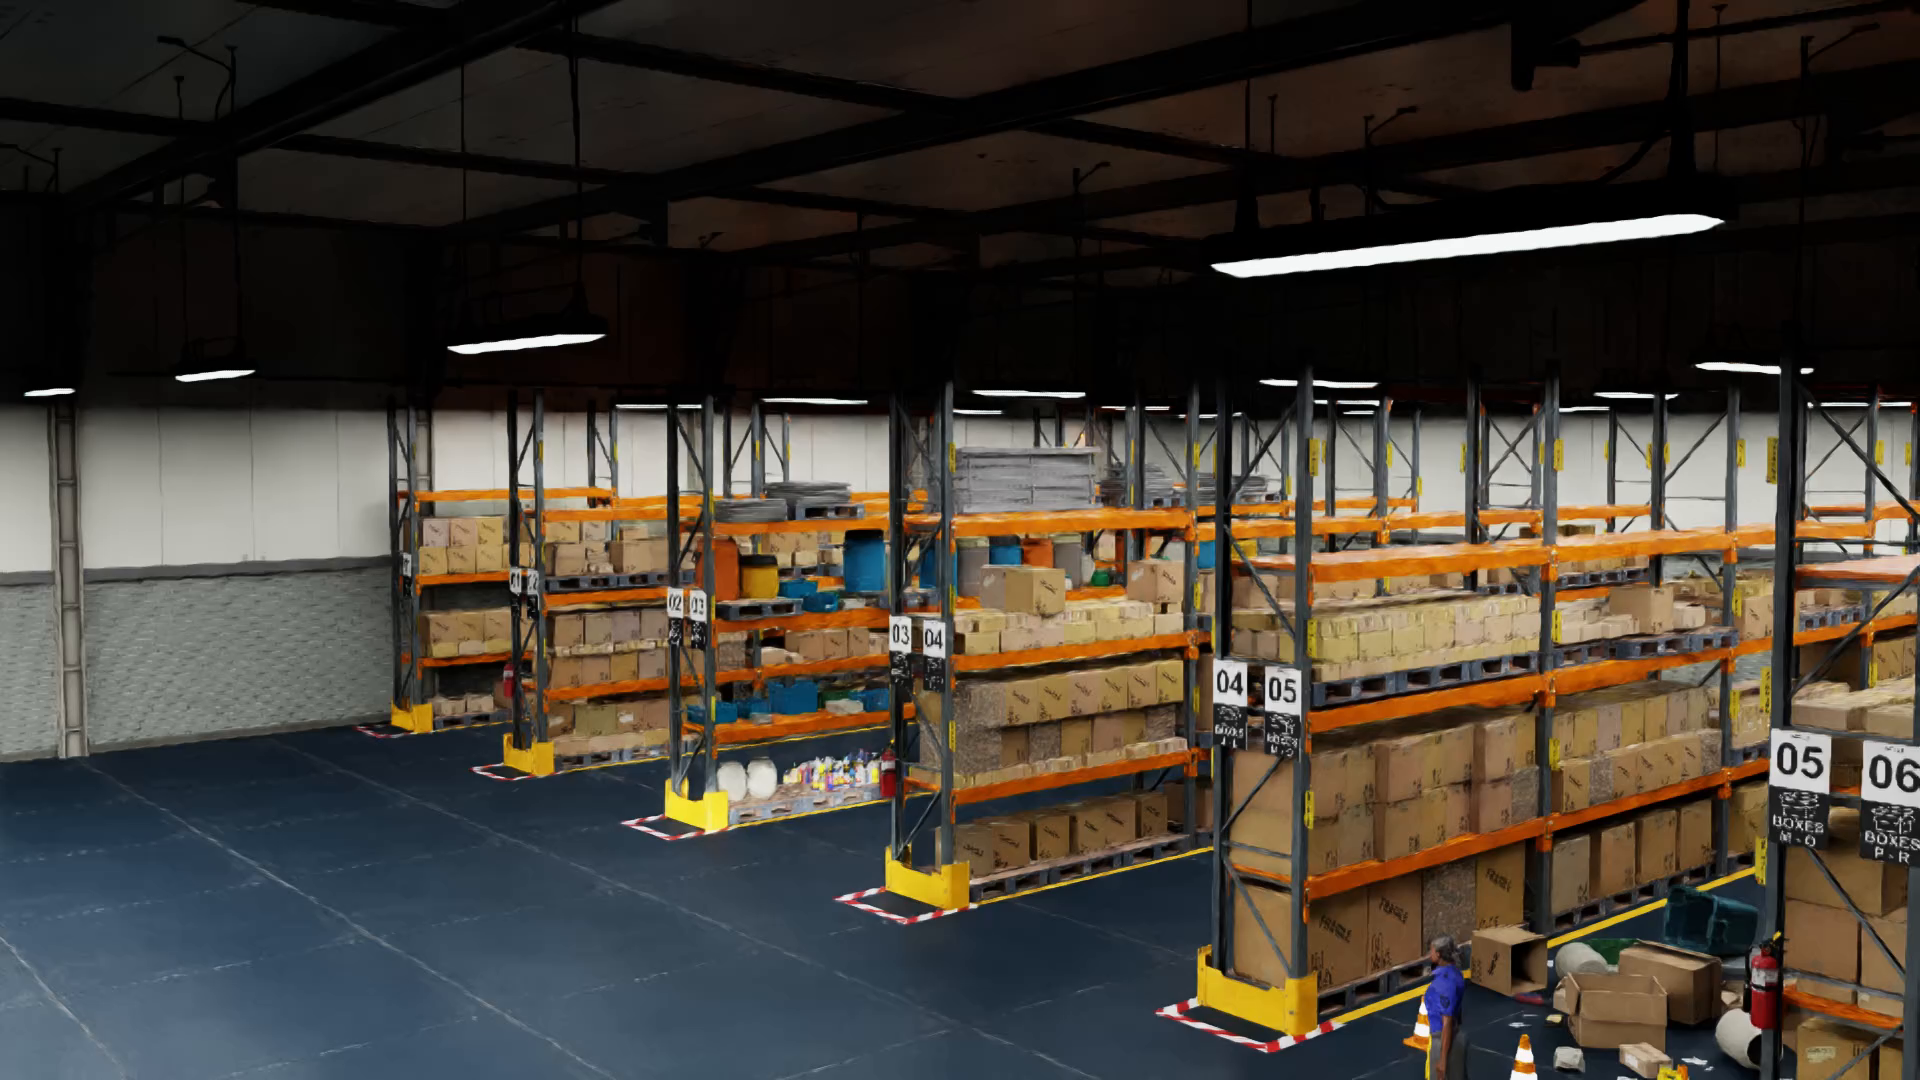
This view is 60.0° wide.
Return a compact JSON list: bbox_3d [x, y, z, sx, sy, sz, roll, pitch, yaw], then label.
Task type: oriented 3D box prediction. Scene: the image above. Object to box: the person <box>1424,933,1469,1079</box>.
[{"bbox_3d":[3.557,3.653,11.896,0.529,1.650,0.571,1,4,21],"label":"person"}]
